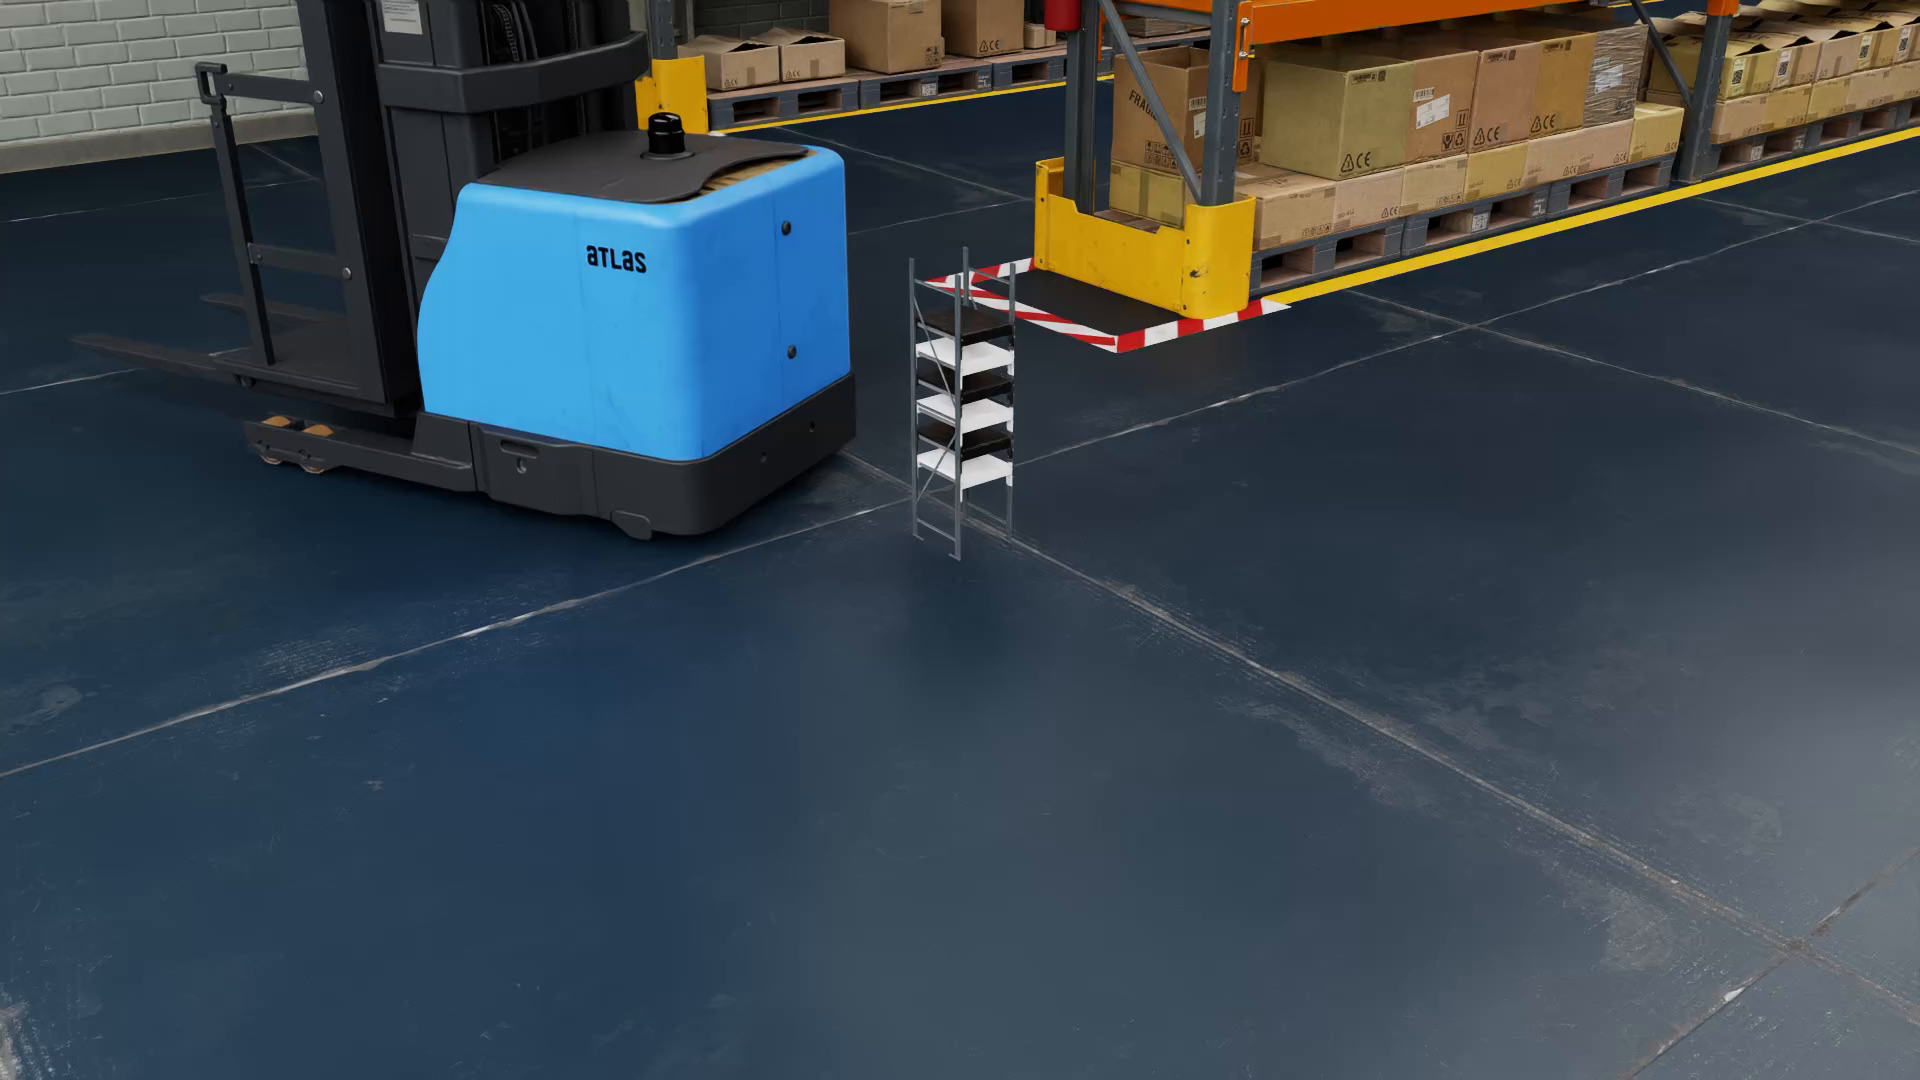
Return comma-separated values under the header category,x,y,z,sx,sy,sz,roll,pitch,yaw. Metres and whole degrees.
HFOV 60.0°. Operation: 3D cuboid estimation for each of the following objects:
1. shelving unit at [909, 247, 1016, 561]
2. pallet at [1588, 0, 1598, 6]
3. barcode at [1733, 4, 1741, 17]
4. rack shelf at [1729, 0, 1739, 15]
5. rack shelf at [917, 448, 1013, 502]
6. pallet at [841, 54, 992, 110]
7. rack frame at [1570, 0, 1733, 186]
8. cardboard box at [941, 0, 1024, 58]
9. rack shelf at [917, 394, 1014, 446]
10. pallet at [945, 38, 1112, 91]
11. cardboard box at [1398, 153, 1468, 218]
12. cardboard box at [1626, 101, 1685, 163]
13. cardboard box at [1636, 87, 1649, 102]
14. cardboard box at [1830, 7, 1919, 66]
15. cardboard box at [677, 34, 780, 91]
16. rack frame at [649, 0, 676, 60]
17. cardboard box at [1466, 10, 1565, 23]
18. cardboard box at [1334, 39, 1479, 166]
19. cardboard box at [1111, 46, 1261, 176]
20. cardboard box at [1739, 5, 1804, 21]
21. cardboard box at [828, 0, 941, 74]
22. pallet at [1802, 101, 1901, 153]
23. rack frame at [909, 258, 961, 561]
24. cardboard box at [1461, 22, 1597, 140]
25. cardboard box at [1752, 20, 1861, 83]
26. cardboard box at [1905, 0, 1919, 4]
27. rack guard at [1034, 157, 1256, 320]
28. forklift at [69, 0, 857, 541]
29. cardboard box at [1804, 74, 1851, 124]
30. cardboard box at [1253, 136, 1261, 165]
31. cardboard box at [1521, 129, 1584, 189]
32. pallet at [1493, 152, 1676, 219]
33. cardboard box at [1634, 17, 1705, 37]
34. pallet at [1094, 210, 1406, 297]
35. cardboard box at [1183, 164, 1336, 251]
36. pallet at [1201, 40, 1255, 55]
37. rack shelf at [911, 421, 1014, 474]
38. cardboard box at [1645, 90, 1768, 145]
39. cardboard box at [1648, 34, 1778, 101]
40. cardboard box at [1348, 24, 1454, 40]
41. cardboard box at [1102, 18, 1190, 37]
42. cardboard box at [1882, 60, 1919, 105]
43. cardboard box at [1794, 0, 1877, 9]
category,x,y,z,sx,sy,sz,roll,pitch,yaw
shelving unit,0.006,-0.410,5.065,0.210,0.900,0.258,-18,31,-34
pallet,5.713,-5.516,16.884,1.213,0.211,1.003,-18,31,-34
barcode,4.456,-3.036,9.535,0.075,0.075,0.001,-18,31,-34
rack shelf,5.572,-3.800,10.729,4.000,0.370,1.077,-18,31,-34
rack shelf,0.006,-0.217,5.155,0.200,0.077,0.258,-18,31,-34
pallet,-0.529,-3.477,12.491,1.213,0.211,1.003,-18,31,-34
rack frame,3.999,-3.607,9.458,0.127,3.000,1.000,-18,31,-34
cardboard box,0.147,-4.029,12.816,0.500,0.500,0.500,-21,32,-38
rack shelf,0.006,-0.380,5.079,0.200,0.077,0.258,-18,31,-34
pallet,0.432,-3.796,13.178,1.213,0.211,1.003,-18,31,-34
cardboard box,2.195,-1.837,8.413,0.500,0.250,0.500,-18,31,-34
cardboard box,3.768,-2.357,9.533,0.500,0.250,0.500,-18,31,-34
cardboard box,4.146,-2.754,10.387,0.500,0.250,0.500,-19,31,-35
cardboard box,6.082,-3.358,11.024,0.500,0.311,0.500,-18,31,-34
cardboard box,-1.609,-3.337,11.549,0.500,0.311,0.500,-23,33,-40
rack frame,-2.209,-4.208,10.753,0.127,3.000,1.000,-18,31,-34
cardboard box,3.052,-2.741,9.469,0.500,0.500,0.500,-18,31,-34
cardboard box,2.188,-2.181,8.263,0.500,0.500,0.500,-18,31,-34
cardboard box,1.089,-2.089,8.064,0.500,0.500,0.500,-18,31,-34
cardboard box,5.338,-3.400,11.114,0.500,0.311,0.500,-19,31,-35
cardboard box,-0.552,-3.745,12.203,0.500,0.500,0.700,-21,32,-37
pallet,5.515,-2.865,11.172,1.213,0.211,1.003,-18,31,-34
rack frame,-0.074,-0.384,5.008,0.006,0.900,0.240,-18,31,-34
cardboard box,2.977,-2.440,8.821,0.500,0.500,0.500,-18,31,-34
cardboard box,5.281,-3.092,10.451,0.500,0.311,0.500,-19,31,-36
cardboard box,6.886,-3.626,11.600,0.500,0.311,0.500,-17,30,-33
rack guard,0.832,-1.427,7.732,0.348,0.500,1.175,-18,31,-34
forklift,-1.919,-1.742,5.523,3.031,2.935,1.130,12,27,24
cardboard box,5.278,-2.840,10.574,0.500,0.250,0.500,-19,31,-36
cardboard box,1.477,-1.882,8.509,0.500,0.250,0.500,-18,31,-34
cardboard box,2.985,-2.096,8.970,0.500,0.250,0.500,-18,31,-34
pallet,3.347,-2.149,9.630,1.213,0.211,1.003,-18,31,-34
cardboard box,4.546,-3.142,10.557,0.500,0.311,0.500,-17,30,-33
pallet,1.427,-1.515,8.264,1.213,0.211,1.003,-18,31,-34
cardboard box,1.410,-1.576,7.851,0.500,0.250,0.500,-18,31,-34
pallet,2.511,-4.503,14.702,1.213,0.211,1.003,-18,31,-34
rack shelf,0.006,-0.298,5.117,0.200,0.077,0.258,-18,31,-34
cardboard box,4.469,-2.573,9.997,0.500,0.250,0.500,-19,31,-35
cardboard box,4.477,-2.829,9.884,0.500,0.311,0.500,-18,30,-34
cardboard box,2.261,-2.483,8.913,0.500,0.500,0.500,-18,31,-34
cardboard box,1.508,-4.509,13.849,0.500,0.500,0.700,-17,30,-32
cardboard box,6.082,-3.107,11.148,0.500,0.250,0.500,-17,30,-33
cardboard box,6.145,-3.665,11.686,0.500,0.311,0.500,-19,31,-35
